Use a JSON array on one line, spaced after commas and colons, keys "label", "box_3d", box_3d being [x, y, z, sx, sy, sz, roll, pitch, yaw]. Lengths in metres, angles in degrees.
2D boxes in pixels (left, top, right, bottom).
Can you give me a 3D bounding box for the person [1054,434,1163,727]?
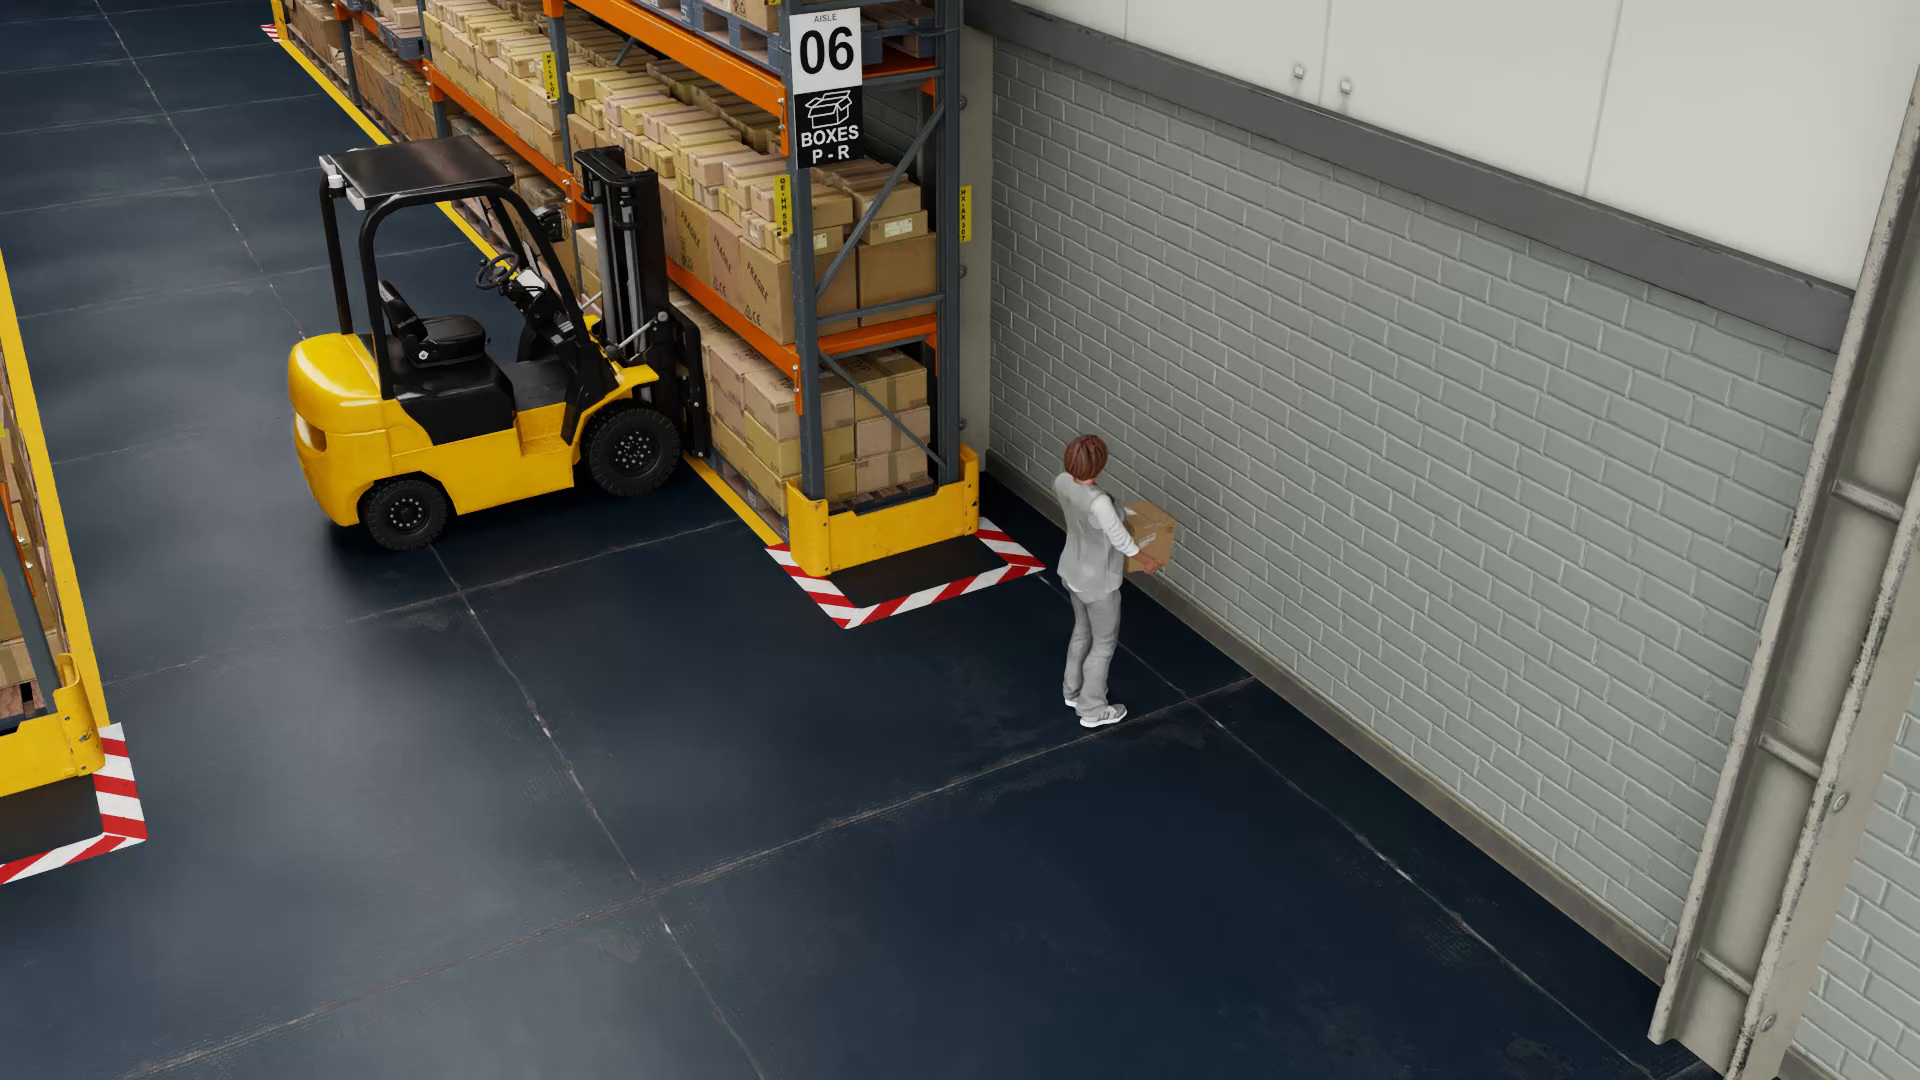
[{"label": "person", "box_3d": [0.722, 0.175, 8.256, 0.492, 1.590, 0.405, -16, 33, -25]}]
